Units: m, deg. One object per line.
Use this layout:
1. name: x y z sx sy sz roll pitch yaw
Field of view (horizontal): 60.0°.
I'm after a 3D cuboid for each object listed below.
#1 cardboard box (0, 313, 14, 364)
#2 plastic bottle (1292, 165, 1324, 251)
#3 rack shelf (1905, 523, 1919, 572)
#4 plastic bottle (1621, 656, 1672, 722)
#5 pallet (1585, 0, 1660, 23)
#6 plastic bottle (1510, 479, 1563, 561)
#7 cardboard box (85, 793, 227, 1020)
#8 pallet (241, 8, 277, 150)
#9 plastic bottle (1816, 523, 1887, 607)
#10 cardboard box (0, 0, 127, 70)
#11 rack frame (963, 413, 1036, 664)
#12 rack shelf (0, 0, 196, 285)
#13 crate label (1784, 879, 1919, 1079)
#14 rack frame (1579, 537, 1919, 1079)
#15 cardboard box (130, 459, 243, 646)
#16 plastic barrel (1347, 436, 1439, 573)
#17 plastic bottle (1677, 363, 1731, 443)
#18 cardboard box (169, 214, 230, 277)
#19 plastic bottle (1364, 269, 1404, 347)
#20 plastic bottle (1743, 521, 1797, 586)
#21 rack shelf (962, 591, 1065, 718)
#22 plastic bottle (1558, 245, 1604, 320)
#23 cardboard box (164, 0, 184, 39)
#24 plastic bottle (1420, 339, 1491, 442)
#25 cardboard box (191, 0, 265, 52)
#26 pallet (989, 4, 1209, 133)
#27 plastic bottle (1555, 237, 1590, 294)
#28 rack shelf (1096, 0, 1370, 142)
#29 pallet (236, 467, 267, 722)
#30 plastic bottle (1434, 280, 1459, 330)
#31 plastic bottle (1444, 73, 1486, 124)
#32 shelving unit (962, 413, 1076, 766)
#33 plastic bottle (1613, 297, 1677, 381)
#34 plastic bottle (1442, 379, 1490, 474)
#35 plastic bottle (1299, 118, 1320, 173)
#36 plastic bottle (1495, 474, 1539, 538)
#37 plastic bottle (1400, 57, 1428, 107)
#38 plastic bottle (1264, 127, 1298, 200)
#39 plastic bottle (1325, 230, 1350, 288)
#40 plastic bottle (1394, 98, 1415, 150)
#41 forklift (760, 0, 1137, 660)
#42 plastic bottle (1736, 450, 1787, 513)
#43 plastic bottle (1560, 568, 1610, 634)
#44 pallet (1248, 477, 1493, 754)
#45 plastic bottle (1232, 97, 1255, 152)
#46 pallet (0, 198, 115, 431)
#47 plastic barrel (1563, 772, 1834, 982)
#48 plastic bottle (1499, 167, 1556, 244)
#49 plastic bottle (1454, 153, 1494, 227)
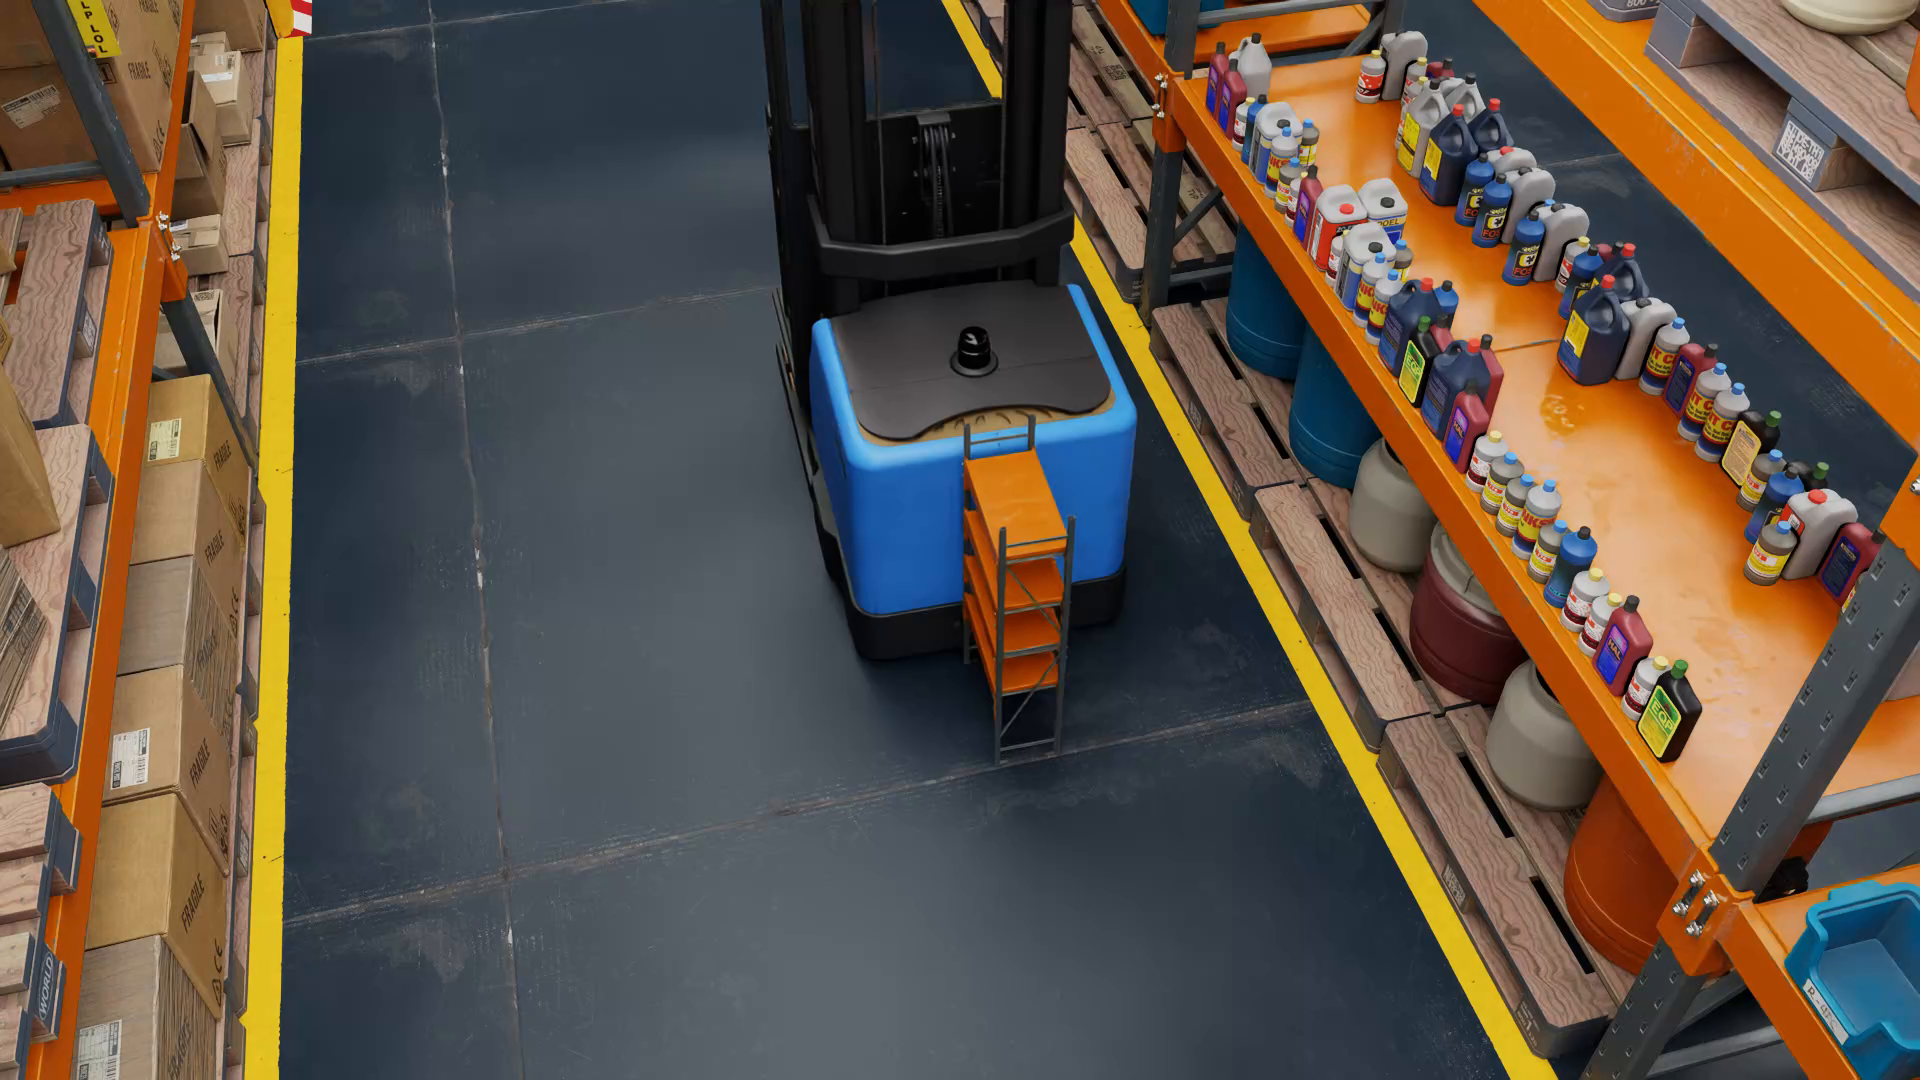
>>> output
1. cardboard box: -3.312 -0.609 4.883 0.700 0.500 0.500 -4 46 -4
2. plastic bottle: 1.243 -1.176 5.884 0.061 0.283 0.133 -11 47 -10
3. rack shelf: 2.871 1.183 1.894 1.077 0.370 4.000 -11 47 -10
4. plastic bottle: 1.831 0.386 4.411 0.097 0.201 0.097 0 46 0
5. pallet: 1.923 -1.839 4.484 1.003 0.211 1.213 -11 47 -10
6. plastic bottle: 1.672 -0.067 4.806 0.097 0.271 0.097 0 46 0
7. cardboard box: -2.534 1.150 4.965 0.500 0.500 0.500 -11 47 -11
8. pallet: -4.254 -2.441 8.995 1.003 0.211 1.213 -11 47 -10
9. plastic bottle: 2.520 0.048 4.684 0.061 0.283 0.133 -11 47 -10
10. cardboard box: -3.303 -2.020 5.859 0.500 0.500 0.500 -10 46 -9
11. rack frame: 0.131 0.027 5.884 0.240 1.200 0.015 -9 46 -9
12. rack shelf: -3.967 -2.387 7.493 1.077 0.370 4.000 -11 47 -10
13. crate label: 2.104 1.018 3.769 0.303 0.233 0.416 -11 47 -10
14. rack frame: 2.359 0.600 4.061 1.000 3.000 0.127 -11 47 -10
15. cardboard box: -2.933 0.094 6.000 0.500 0.500 0.500 -11 47 -10
16. plastic barrel: 1.697 -0.164 6.258 0.421 0.512 0.421 0 46 0
17. plastic bottle: 2.320 -0.436 5.167 0.097 0.271 0.097 0 46 0
18. cardboard box: -3.584 -1.345 7.644 0.380 0.166 0.250 -11 47 -10
19. plastic bottle: 1.409 -0.775 5.500 0.097 0.271 0.097 0 46 0
20. plastic bottle: 2.326 0.028 4.761 0.097 0.201 0.097 0 46 0
21. rack shelf: 0.185 0.383 5.907 0.258 0.148 0.480 -9 46 -9
22. plastic bottle: 2.096 -0.872 5.594 0.097 0.271 0.097 0 46 0
23. cardboard box: -3.582 -2.394 6.926 0.500 0.500 0.500 -11 47 -11
24. plastic bottle: 1.550 -0.490 5.165 0.144 0.351 0.185 -11 47 -10
25. cardboard box: -4.101 -2.969 9.001 0.500 0.500 0.500 -11 47 -10
26. pallet: 0.793 -2.530 9.081 1.003 0.211 1.213 -11 47 -10
27. plastic bottle: 2.120 -0.950 5.720 0.097 0.201 0.097 0 46 0
28. rack shelf: 0.823 -3.290 8.378 1.077 0.370 4.000 -11 47 -10
29. pallet: -3.210 0.273 6.335 1.003 0.211 1.213 -11 47 -10
30. plastic bottle: 1.574 -0.735 5.460 0.097 0.271 0.097 0 46 0
31. plastic bottle: 1.886 -1.569 6.222 0.144 0.351 0.185 -11 47 -10
32. shelving unit: 0.185 0.197 5.717 0.258 1.200 0.503 -9 46 -9
33. plastic bottle: 2.205 -0.672 5.395 0.152 0.276 0.135 -11 47 -10
34. plastic bottle: 1.550 -0.349 5.074 0.061 0.283 0.133 -11 47 -10
35. plastic bottle: 1.294 -1.486 6.245 0.097 0.201 0.097 0 46 0
36. plastic bottle: 1.647 -0.110 4.896 0.097 0.201 0.097 0 46 0
37. plastic bottle: 1.804 -1.804 6.557 0.097 0.201 0.097 0 46 0
38. plastic bottle: 1.182 -1.389 6.101 0.097 0.271 0.097 0 46 0
39. plastic bottle: 1.325 -0.978 5.748 0.097 0.201 0.097 0 46 0
40. plastic bottle: 1.726 -1.591 6.348 0.097 0.201 0.097 0 46 0
41. forklift: -0.200 -1.651 6.315 1.130 2.935 3.031 -9 46 -9
42. plastic bottle: 2.404 -0.185 4.970 0.097 0.201 0.097 0 46 0
43. plastic bottle: 1.747 0.159 4.633 0.097 0.201 0.097 0 46 0
44. pallet: 1.808 0.199 6.407 1.003 0.211 1.213 -11 47 -10
45. plastic bottle: 1.097 -1.592 6.349 0.097 0.201 0.097 0 46 0
46. pallet: -3.356 -0.619 5.391 1.003 0.211 1.213 -11 47 -10
47. plastic barrel: 2.217 0.878 5.015 0.600 0.830 0.708 -11 47 -10
48. plastic bottle: 2.005 -1.212 5.924 0.152 0.276 0.135 -11 47 -10
49. plastic bottle: 1.855 -1.267 5.982 0.097 0.271 0.097 0 46 0
